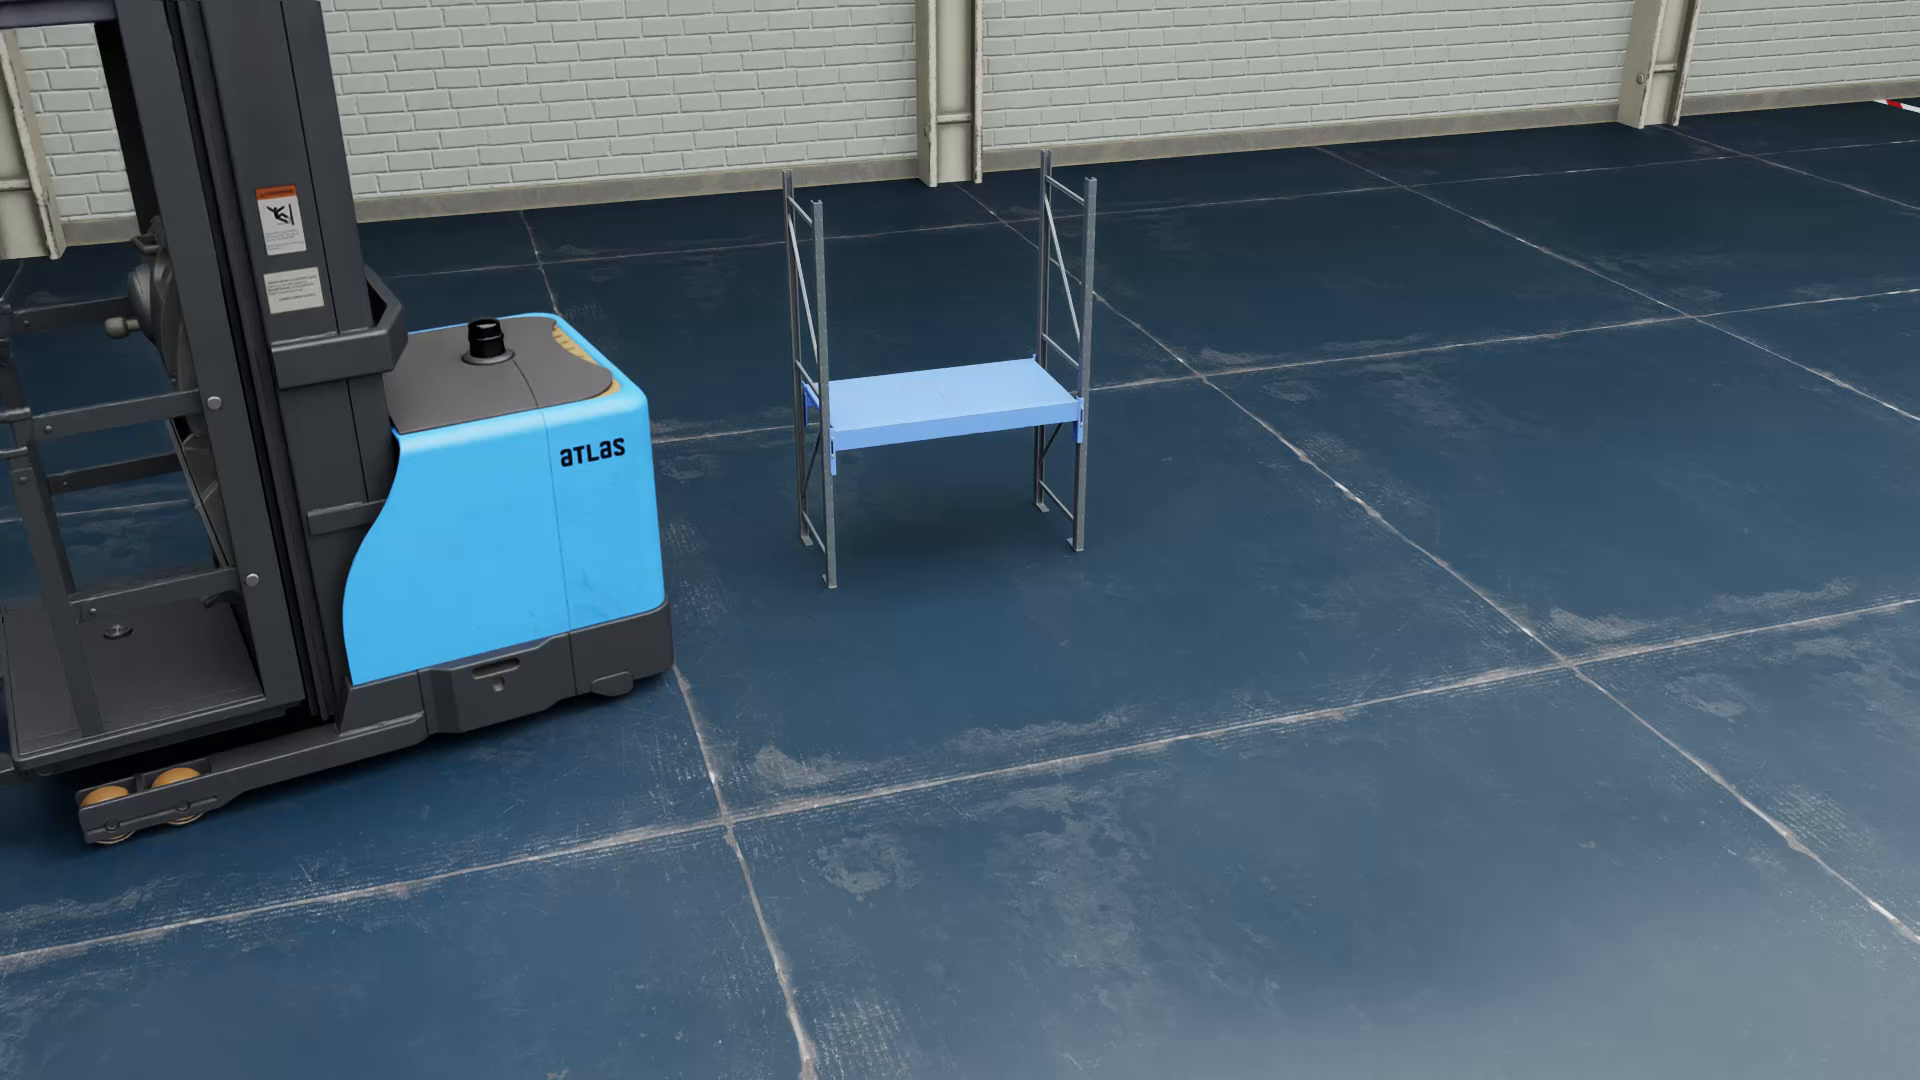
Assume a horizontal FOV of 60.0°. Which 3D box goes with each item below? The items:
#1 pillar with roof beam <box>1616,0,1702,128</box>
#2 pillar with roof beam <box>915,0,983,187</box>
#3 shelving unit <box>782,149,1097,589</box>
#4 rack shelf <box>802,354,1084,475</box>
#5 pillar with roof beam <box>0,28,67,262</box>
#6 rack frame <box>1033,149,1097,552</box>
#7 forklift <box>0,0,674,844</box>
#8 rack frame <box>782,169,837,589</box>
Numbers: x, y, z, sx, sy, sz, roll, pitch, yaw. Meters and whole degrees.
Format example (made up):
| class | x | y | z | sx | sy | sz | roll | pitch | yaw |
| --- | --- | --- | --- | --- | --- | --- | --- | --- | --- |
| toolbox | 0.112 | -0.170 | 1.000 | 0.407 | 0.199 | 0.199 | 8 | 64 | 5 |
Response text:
| class | x | y | z | sx | sy | sz | roll | pitch | yaw |
| --- | --- | --- | --- | --- | --- | --- | --- | --- | --- |
| pillar with roof beam | 6.963 | -5.633 | 7.978 | 0.400 | 9.000 | 9.100 | -8 | 28 | -16 |
| pillar with roof beam | 1.258 | -4.807 | 6.313 | 0.400 | 9.000 | 9.100 | -8 | 28 | -16 |
| shelving unit | -0.081 | -0.660 | 6.393 | 1.048 | 1.500 | 0.538 | -8 | 28 | -16 |
| rack shelf | -0.081 | -0.499 | 6.473 | 1.000 | 0.185 | 0.538 | -8 | 28 | -16 |
| pillar with roof beam | -4.447 | -3.981 | 4.649 | 0.400 | 9.000 | 9.100 | -8 | 28 | -16 |
| rack frame | 0.402 | -0.730 | 6.534 | 0.032 | 1.500 | 0.500 | -8 | 28 | -16 |
| forklift | -2.524 | -0.680 | 4.824 | 3.031 | 2.935 | 1.130 | -14 | 30 | -26 |
| rack frame | -0.564 | -0.590 | 6.252 | 0.032 | 1.500 | 0.500 | -8 | 28 | -16 |
